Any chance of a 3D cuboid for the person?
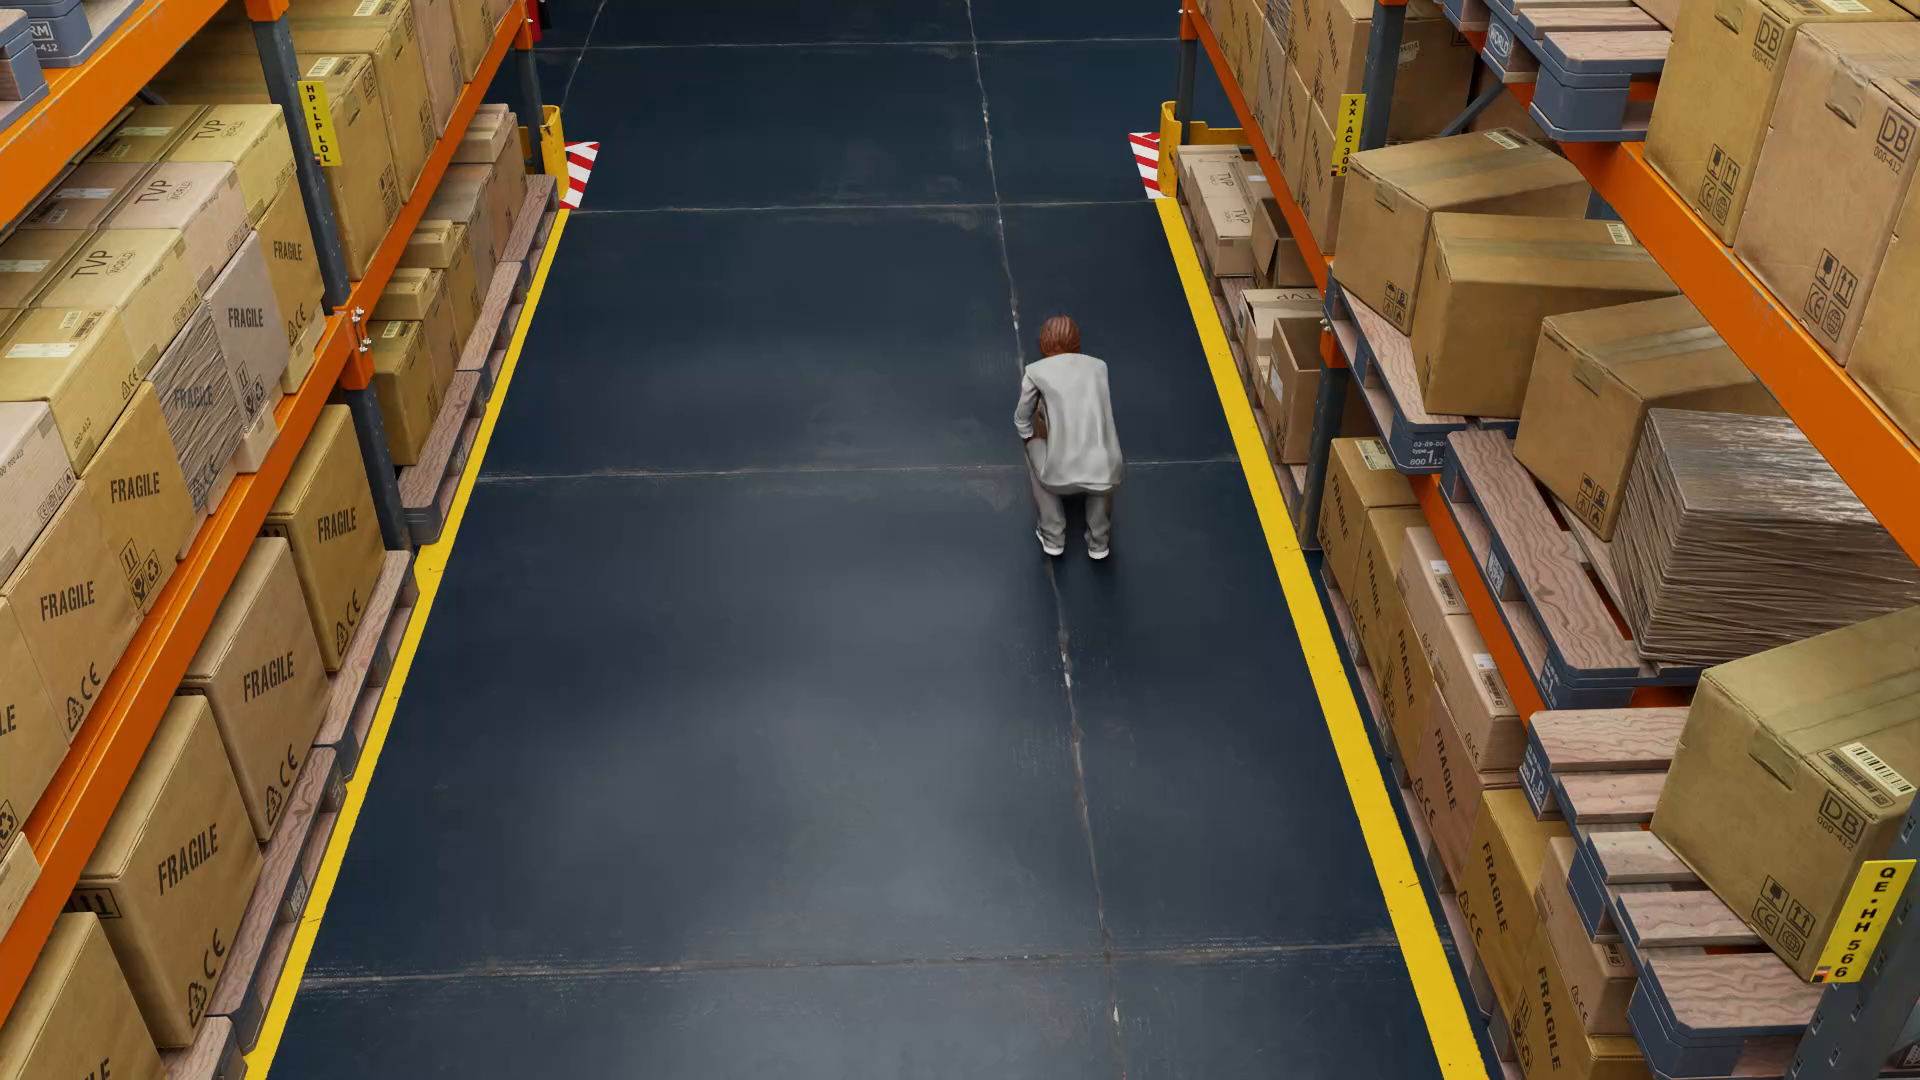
[{"bbox_3d":[0.478,-0.415,7.280,0.451,0.960,0.784,-2,36,-2],"label":"person"}]
